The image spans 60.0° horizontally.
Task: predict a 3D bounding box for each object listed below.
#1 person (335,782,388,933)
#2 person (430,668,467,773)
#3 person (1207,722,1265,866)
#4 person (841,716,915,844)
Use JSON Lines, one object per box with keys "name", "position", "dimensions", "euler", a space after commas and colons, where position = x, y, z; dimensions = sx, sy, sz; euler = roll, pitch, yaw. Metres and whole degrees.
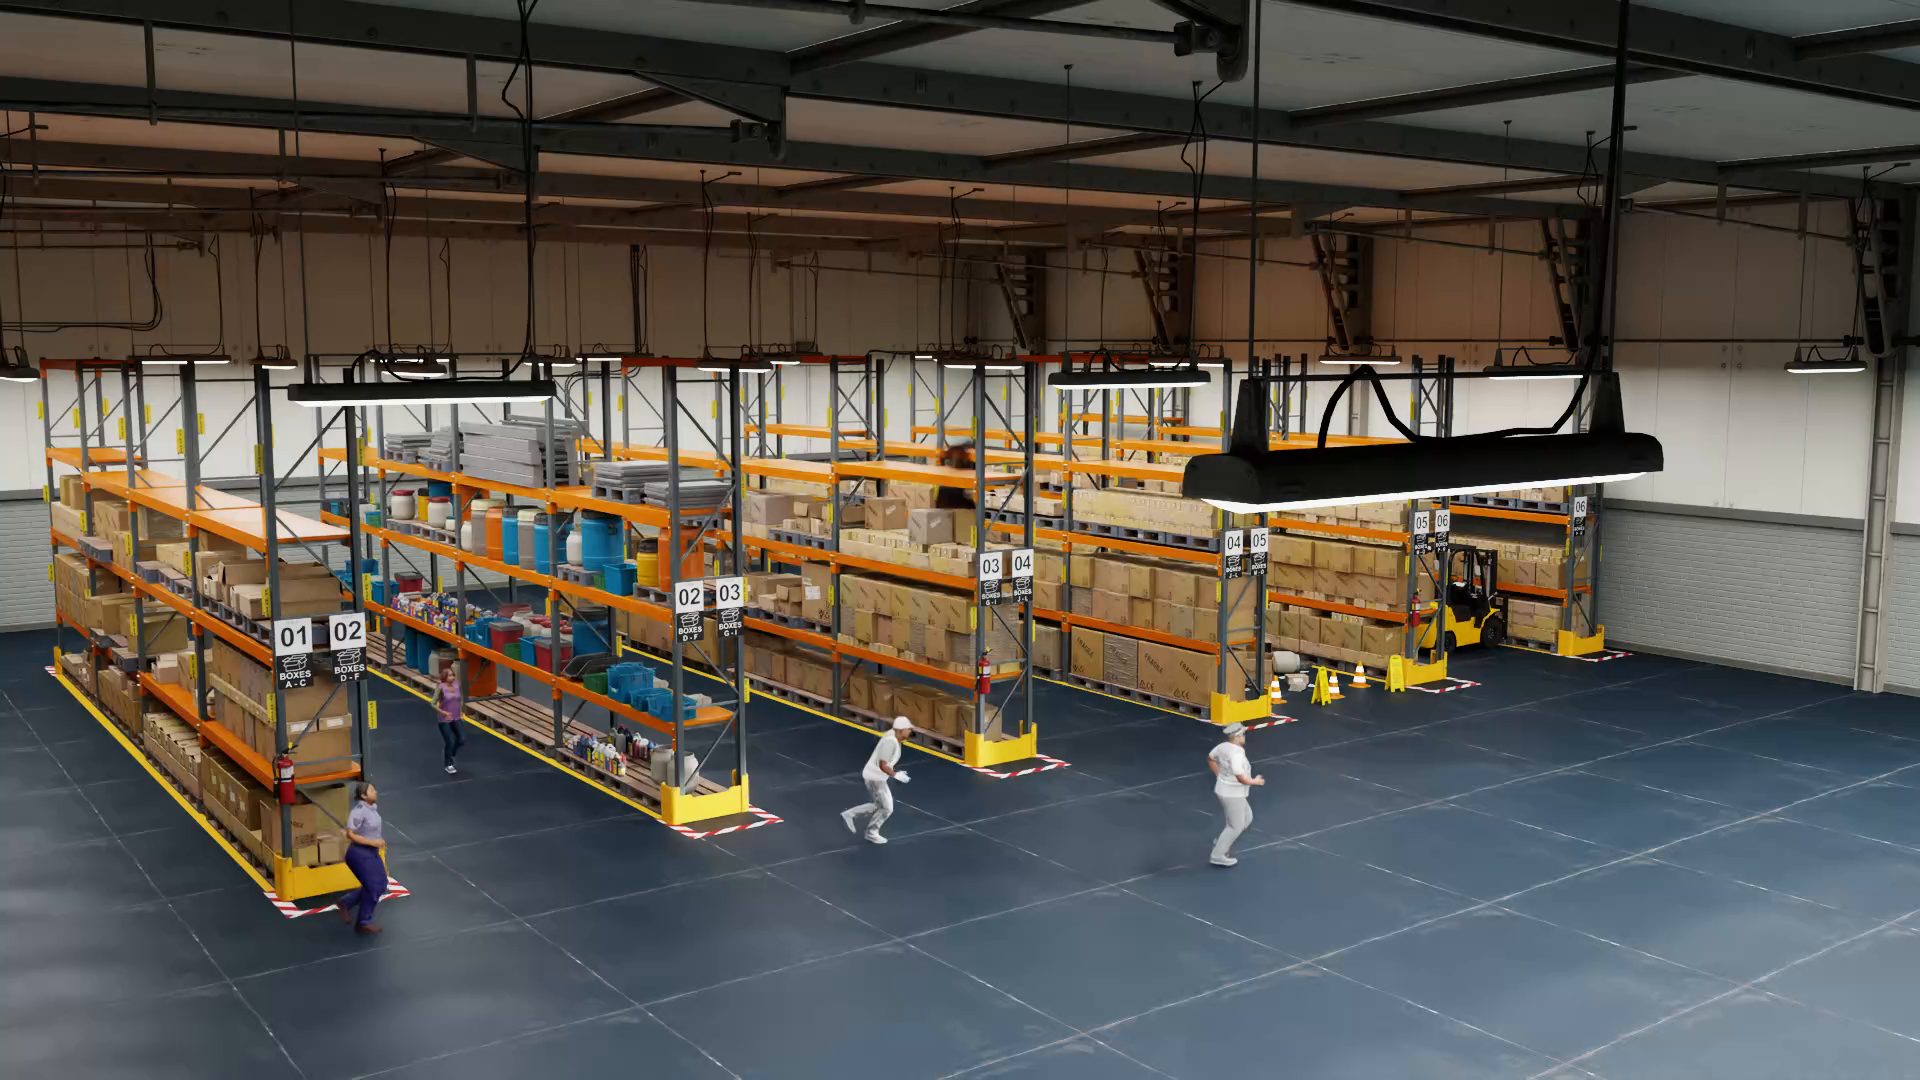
{"name": "person", "position": [-6.429, 3.418, 17.959], "dimensions": [0.567, 1.581, 0.636], "euler": [0, 7, -2]}
{"name": "person", "position": [-7.460, 2.641, 24.325], "dimensions": [0.533, 1.563, 0.553], "euler": [6, 9, 43]}
{"name": "person", "position": [3.337, 3.061, 20.072], "dimensions": [0.658, 1.776, 0.684], "euler": [-1, 7, -8]}
{"name": "person", "position": [-1.040, 3.026, 21.024], "dimensions": [0.936, 1.625, 0.691], "euler": [0, 7, 0]}
